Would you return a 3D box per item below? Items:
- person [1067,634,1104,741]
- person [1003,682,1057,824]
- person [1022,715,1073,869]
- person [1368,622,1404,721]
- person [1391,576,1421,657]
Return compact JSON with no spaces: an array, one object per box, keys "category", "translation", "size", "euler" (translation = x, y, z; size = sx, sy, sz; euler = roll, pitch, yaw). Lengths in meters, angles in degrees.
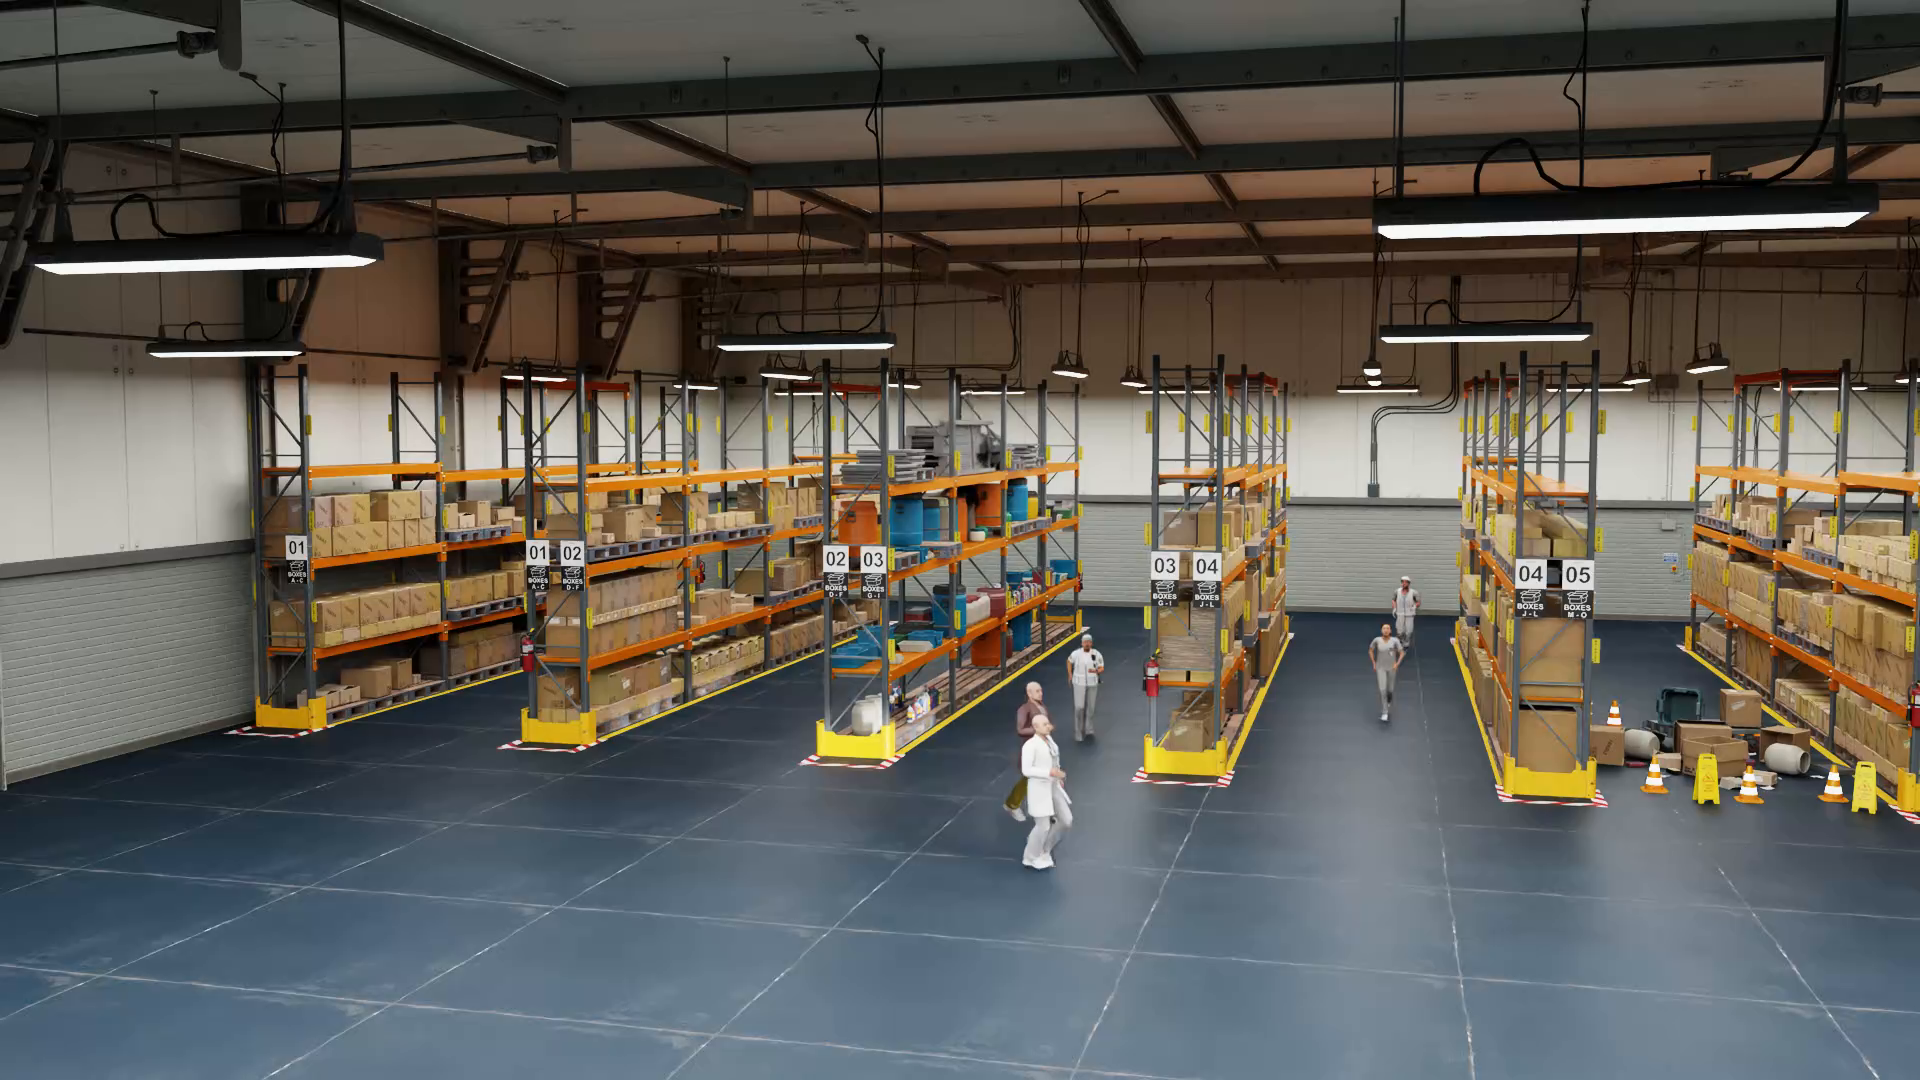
[{"category":"person","translation":[2.007,2.354,26.525],"size":[0.576,1.716,0.717],"euler":[0,4,-1]},{"category":"person","translation":[0.914,2.672,20.698],"size":[0.924,1.827,0.698],"euler":[4,5,43]},{"category":"person","translation":[0.995,2.845,18.649],"size":[0.673,1.752,0.694],"euler":[3,5,41]},{"category":"person","translation":[7.305,2.222,28.526],"size":[0.583,1.655,0.797],"euler":[1,4,12]},{"category":"person","translation":[9.582,1.653,35.765],"size":[0.632,1.748,0.601],"euler":[1,4,18]}]
